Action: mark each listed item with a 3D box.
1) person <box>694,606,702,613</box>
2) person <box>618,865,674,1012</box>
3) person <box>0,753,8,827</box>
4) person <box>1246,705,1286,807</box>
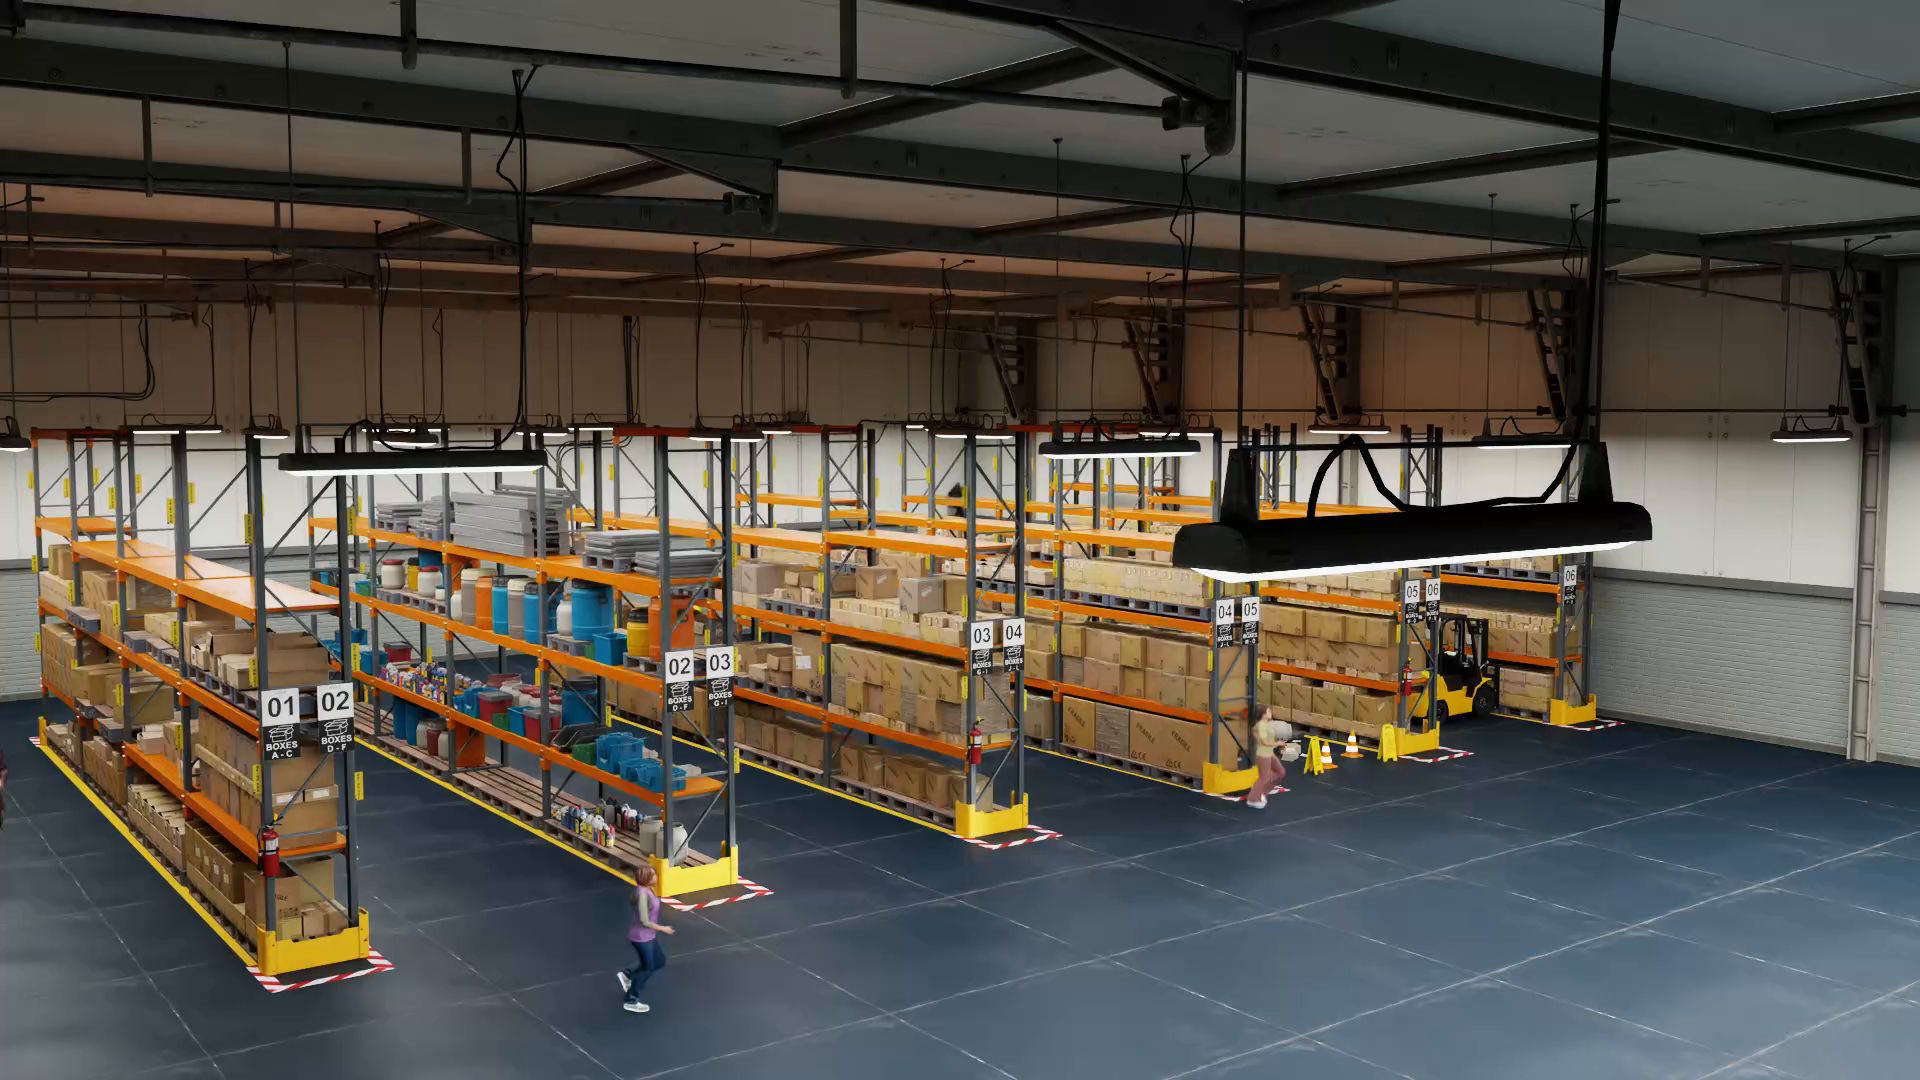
[{"bbox_3d":[-6.327,2.403,39.372,0.751,1.687,0.795,0,4,-1],"label":"person"},{"bbox_3d":[-3.309,4.194,17.536,0.597,1.540,0.570,-1,5,-7],"label":"person"},{"bbox_3d":[-13.832,3.614,23.519,0.724,1.735,0.704,4,6,44],"label":"person"},{"bbox_3d":[4.867,3.425,26.394,0.616,1.635,0.556,1,5,18],"label":"person"}]
